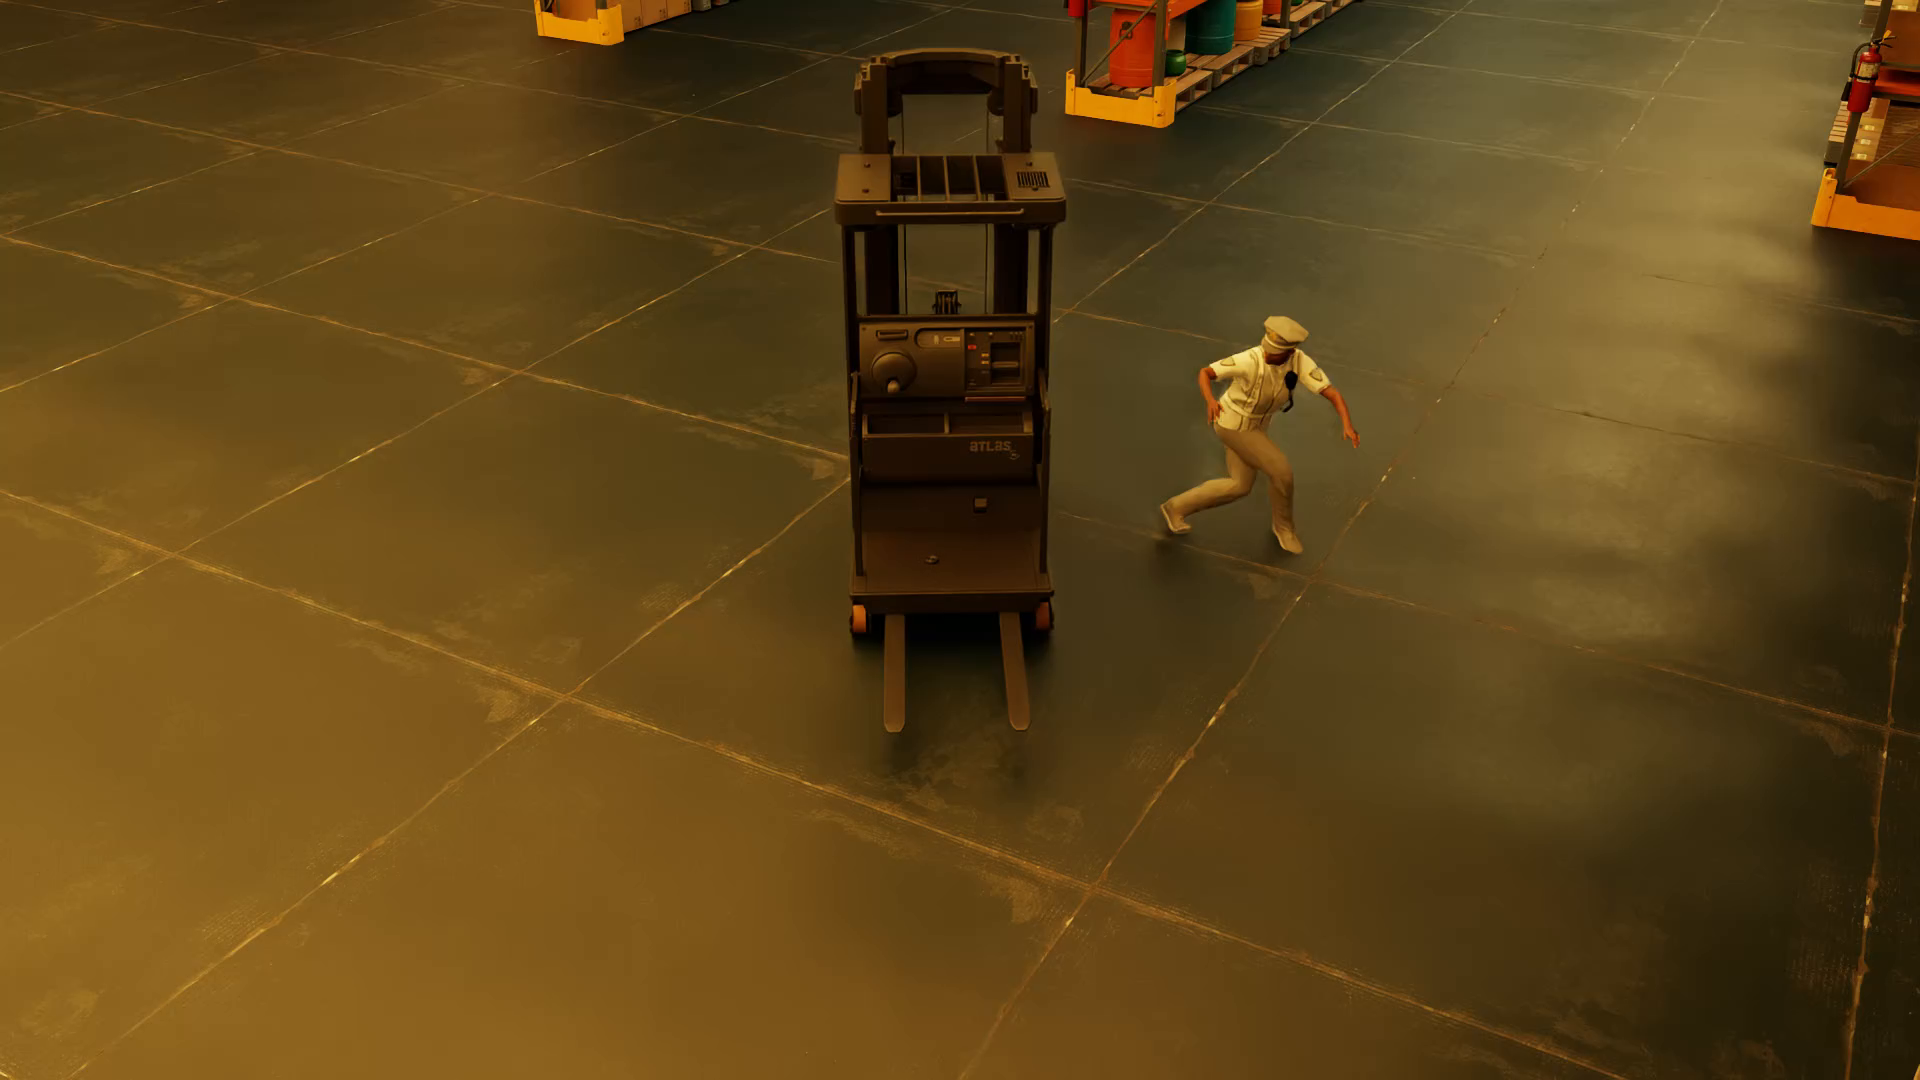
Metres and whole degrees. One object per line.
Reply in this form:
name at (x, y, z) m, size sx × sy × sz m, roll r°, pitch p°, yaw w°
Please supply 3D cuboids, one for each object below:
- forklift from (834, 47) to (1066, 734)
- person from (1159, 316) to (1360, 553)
forklift at (-0.057, -0.916, 8.658) m, size 1.130 × 2.935 × 3.031 m, roll -1°, pitch 30°, yaw -2°
person at (1.716, -0.543, 9.559) m, size 1.088 × 1.457 × 0.827 m, roll 25°, pitch 38°, yaw 37°
